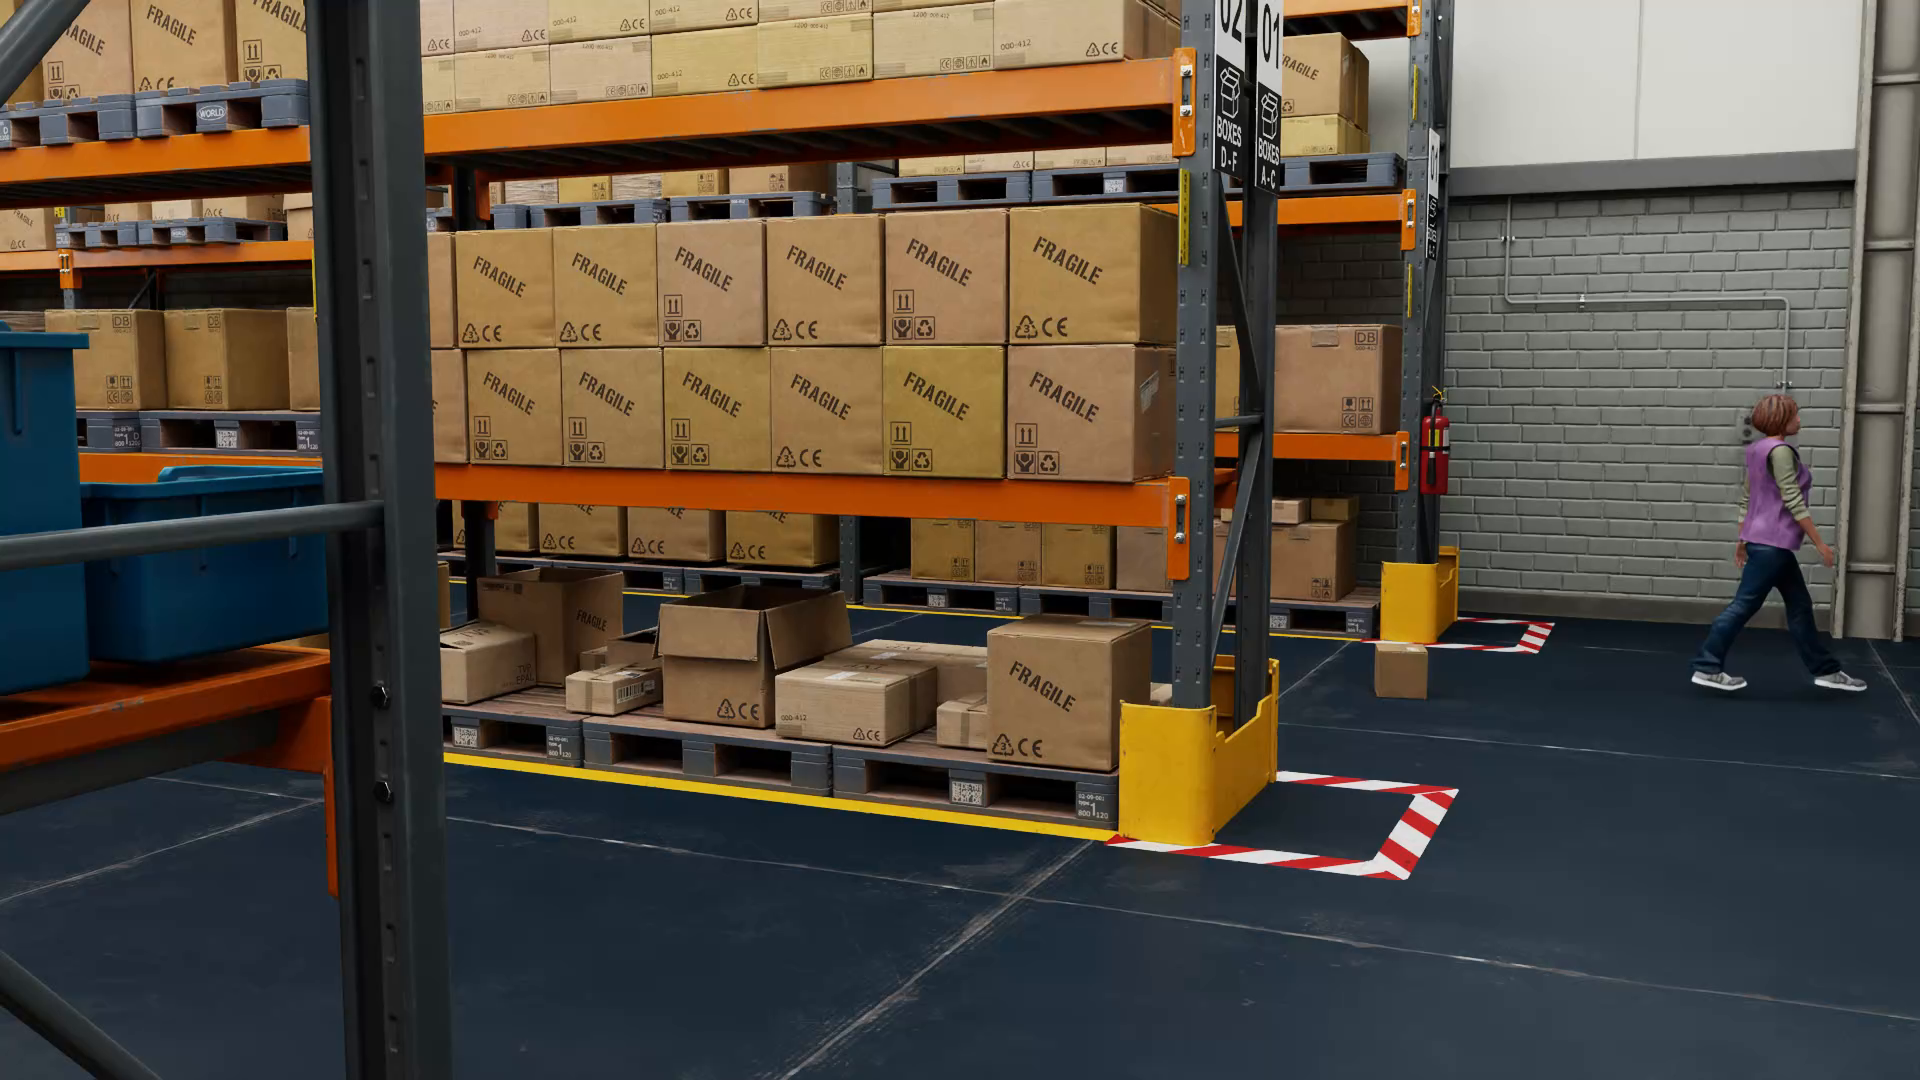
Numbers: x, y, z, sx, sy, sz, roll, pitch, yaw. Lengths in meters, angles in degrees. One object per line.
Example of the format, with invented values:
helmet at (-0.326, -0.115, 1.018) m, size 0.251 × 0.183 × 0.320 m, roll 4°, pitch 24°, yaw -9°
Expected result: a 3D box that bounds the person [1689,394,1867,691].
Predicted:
person at (4.292, 0.022, 8.622) m, size 0.895 × 1.552 × 0.457 m, roll 1°, pitch 6°, yaw 14°
